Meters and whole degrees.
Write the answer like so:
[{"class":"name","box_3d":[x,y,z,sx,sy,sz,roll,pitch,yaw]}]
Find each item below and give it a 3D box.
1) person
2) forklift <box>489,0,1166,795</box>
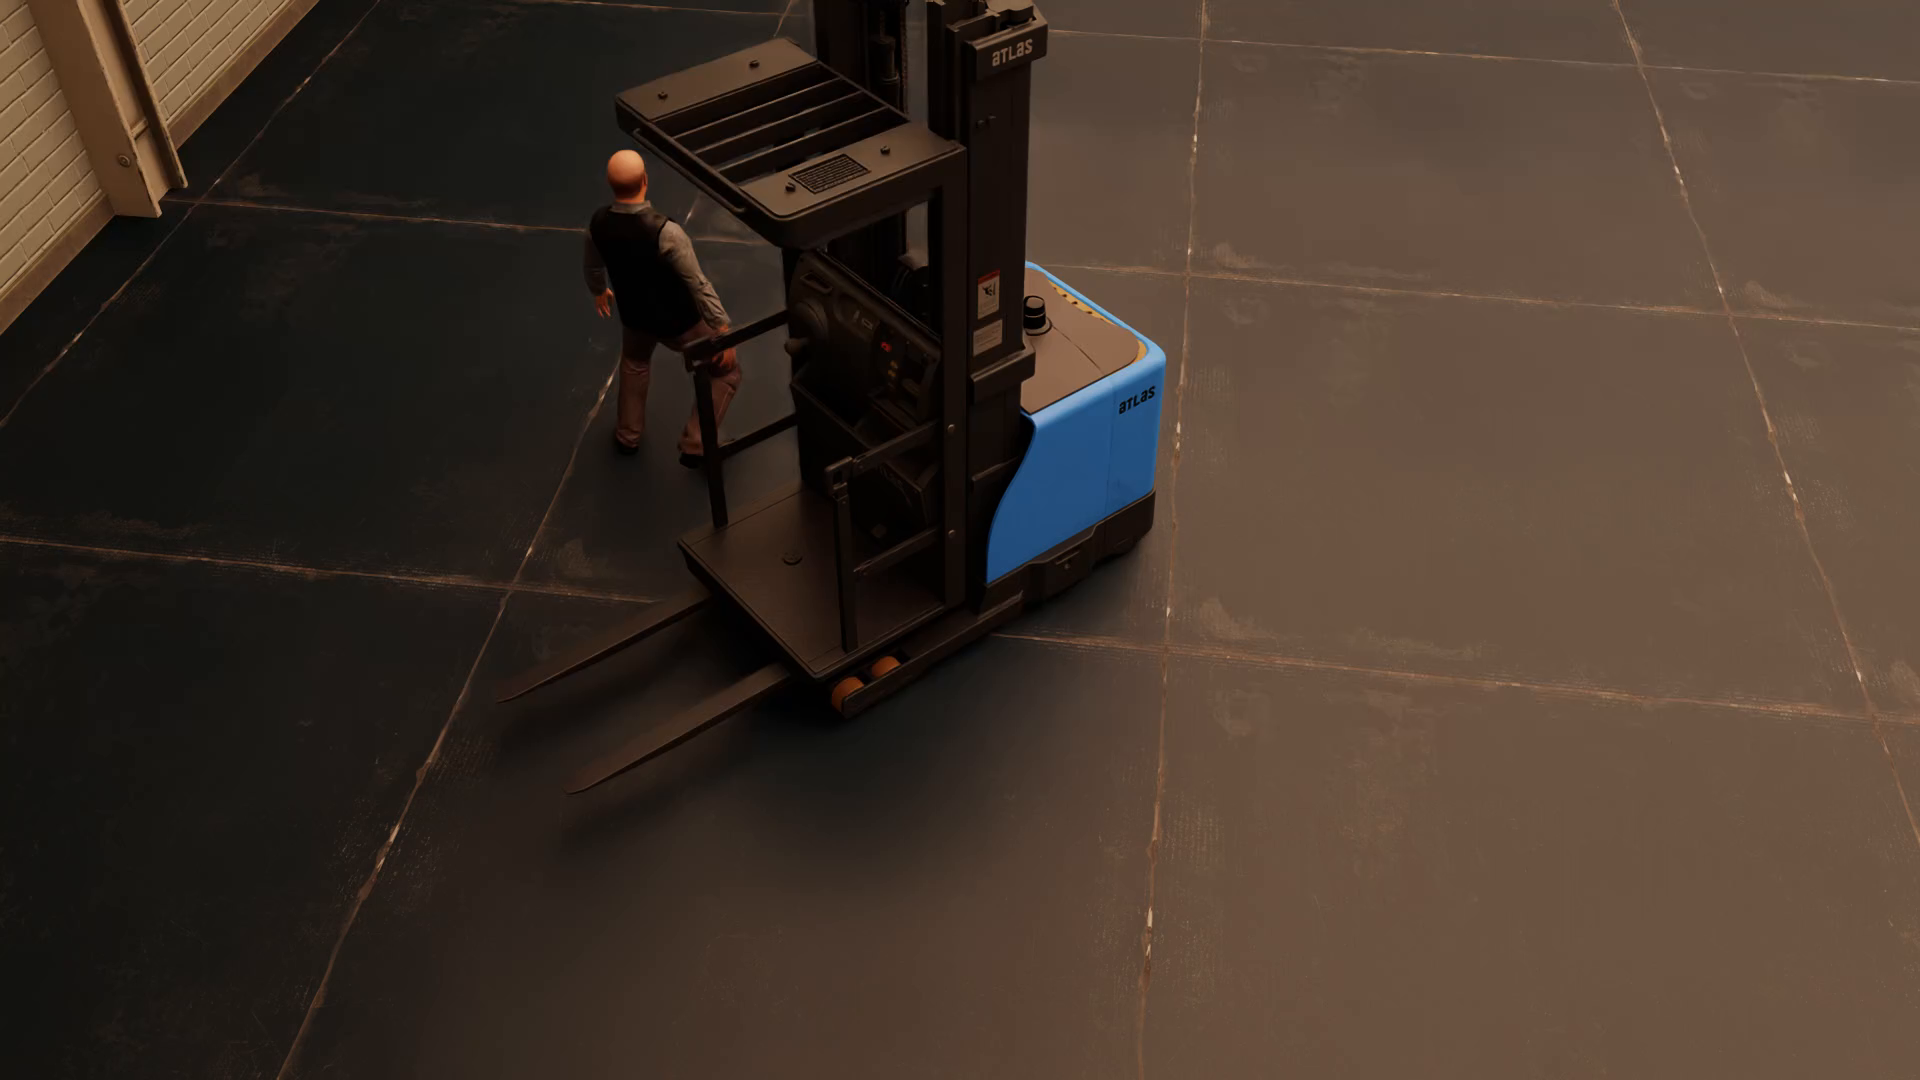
[{"class":"person","box_3d":[-1.396,-1.072,7.859,0.882,1.636,0.486,20,46,20]},{"class":"forklift","box_3d":[-0.555,-0.738,6.527,3.031,2.935,1.130,-28,50,-27]}]
